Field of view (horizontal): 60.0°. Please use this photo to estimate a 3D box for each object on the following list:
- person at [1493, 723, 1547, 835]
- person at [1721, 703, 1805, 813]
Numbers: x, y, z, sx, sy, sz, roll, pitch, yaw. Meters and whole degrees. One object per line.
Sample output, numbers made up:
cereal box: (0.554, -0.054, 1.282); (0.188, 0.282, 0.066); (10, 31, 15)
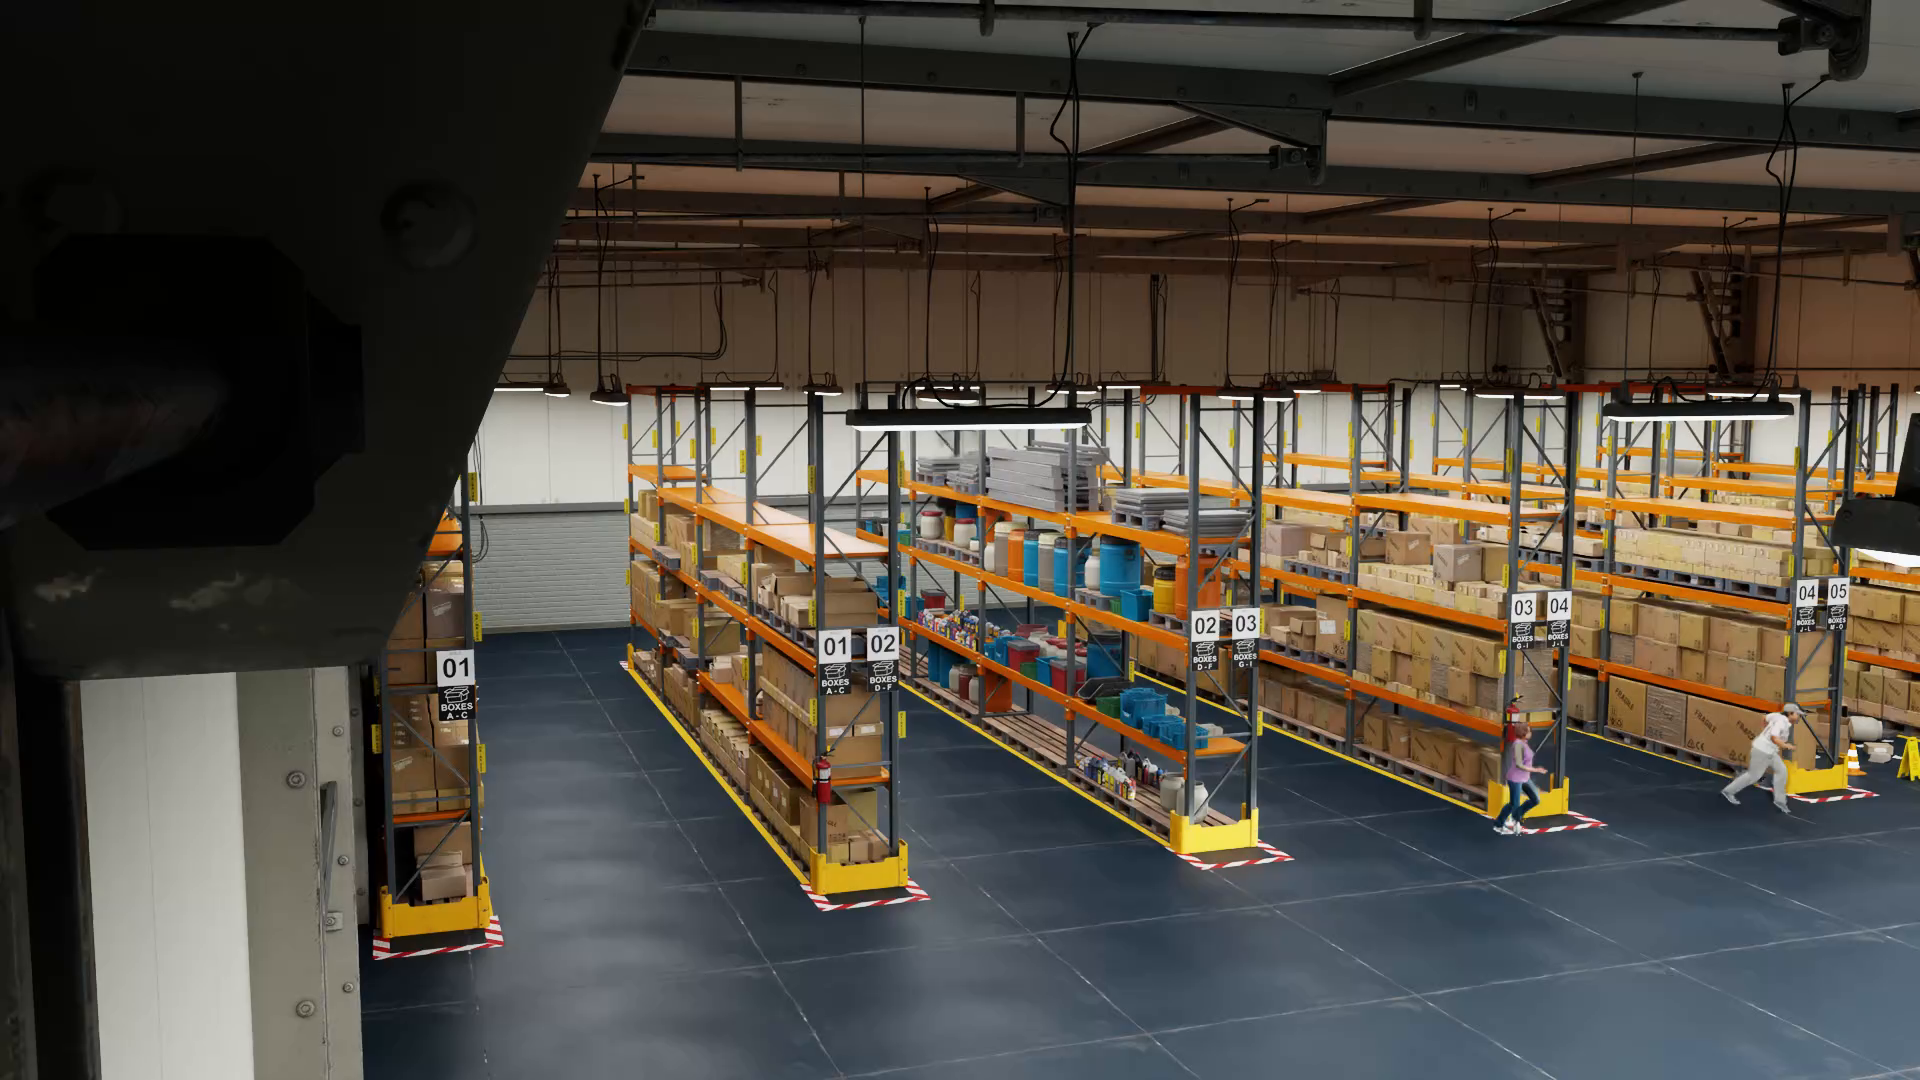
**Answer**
person: (7.562, 3.226, 22.404); (0.701, 1.560, 0.507); (4, 7, 36)
person: (11.519, 3.115, 23.880); (1.033, 1.627, 0.649); (2, 6, 23)
